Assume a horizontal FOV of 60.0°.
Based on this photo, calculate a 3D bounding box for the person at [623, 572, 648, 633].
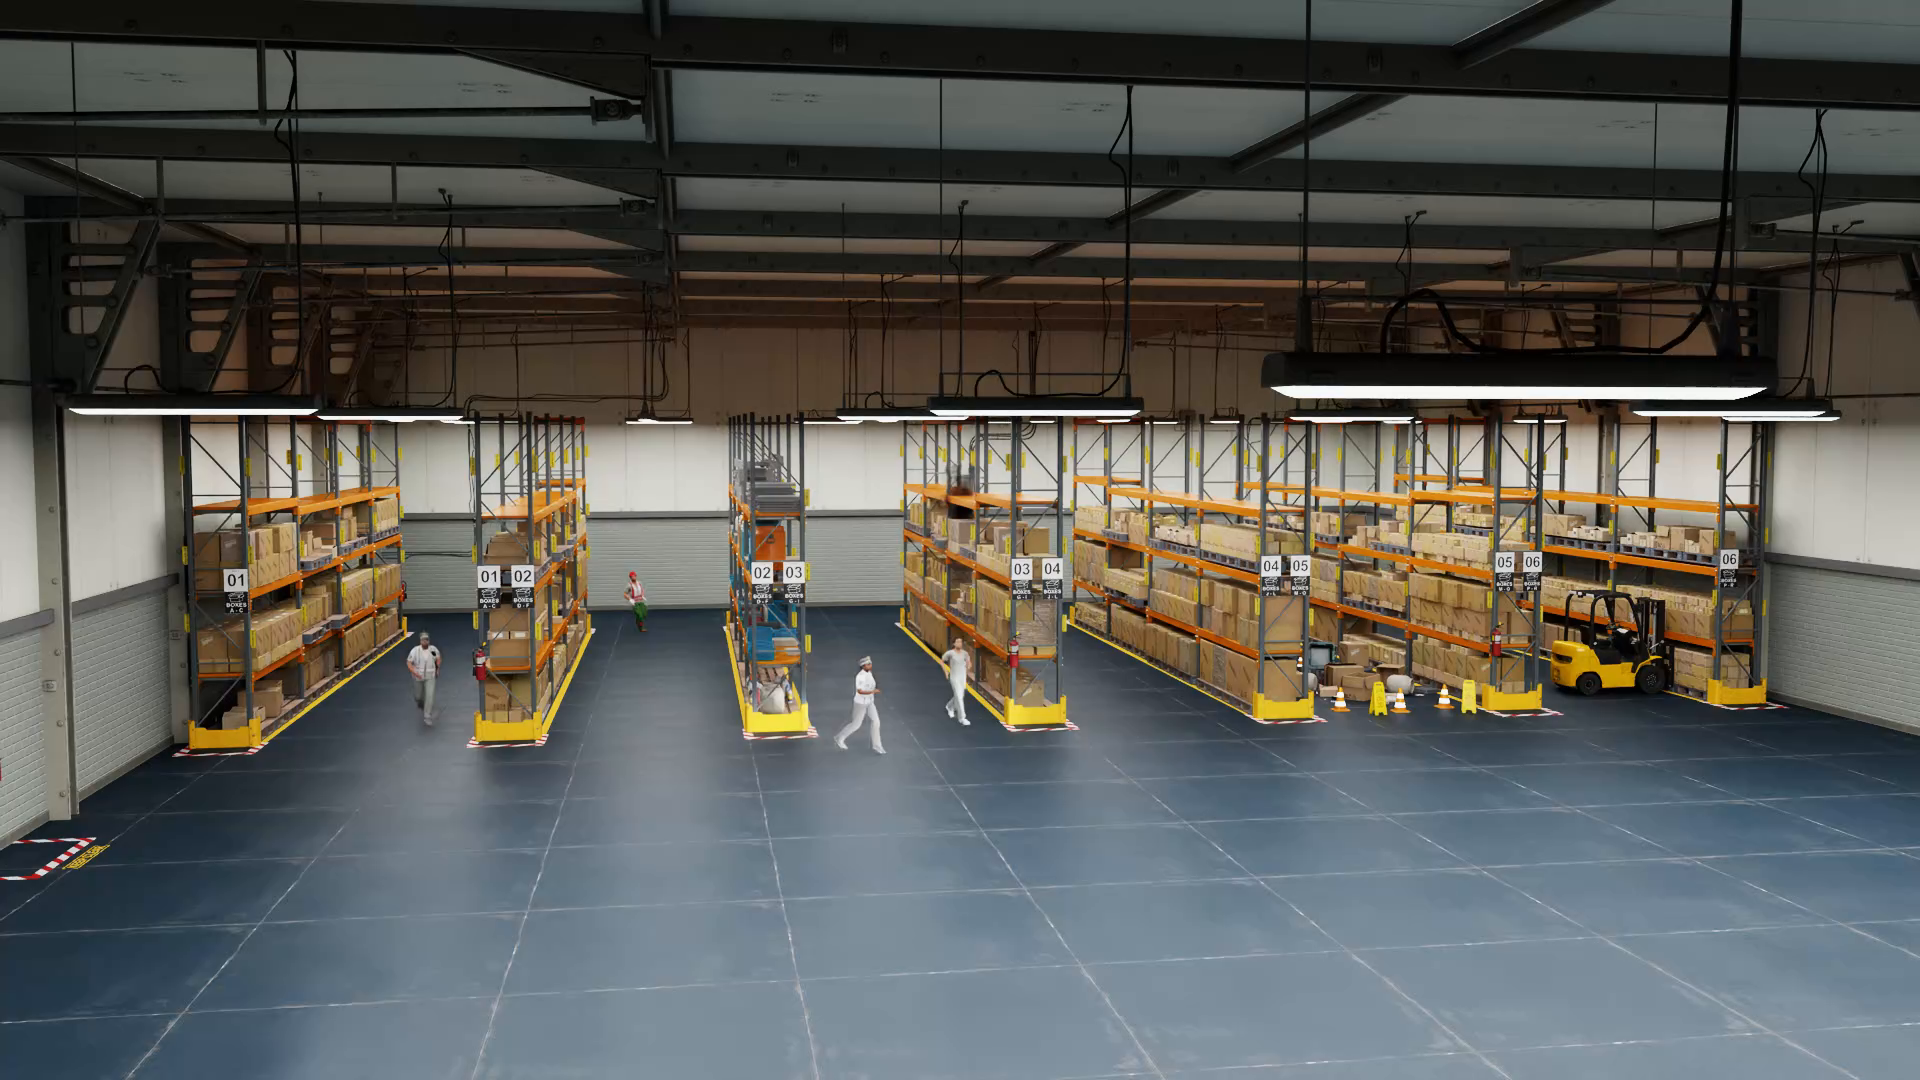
[{"bbox_3d":[-9.036,1.727,46.181,0.707,1.718,0.577,-3,5,-42],"label":"person"}]

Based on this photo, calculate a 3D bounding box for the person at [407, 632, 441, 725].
[{"bbox_3d":[-10.420,2.676,32.356,0.642,1.776,1.032,-1,4,-17],"label":"person"}]

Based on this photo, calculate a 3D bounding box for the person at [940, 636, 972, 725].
[{"bbox_3d":[-0.054,2.683,32.098,0.577,1.649,0.965,-2,4,-30],"label":"person"}]

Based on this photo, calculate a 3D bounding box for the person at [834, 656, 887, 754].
[{"bbox_3d":[-1.724,2.890,29.223,0.905,1.732,0.588,2,4,24],"label":"person"}]
